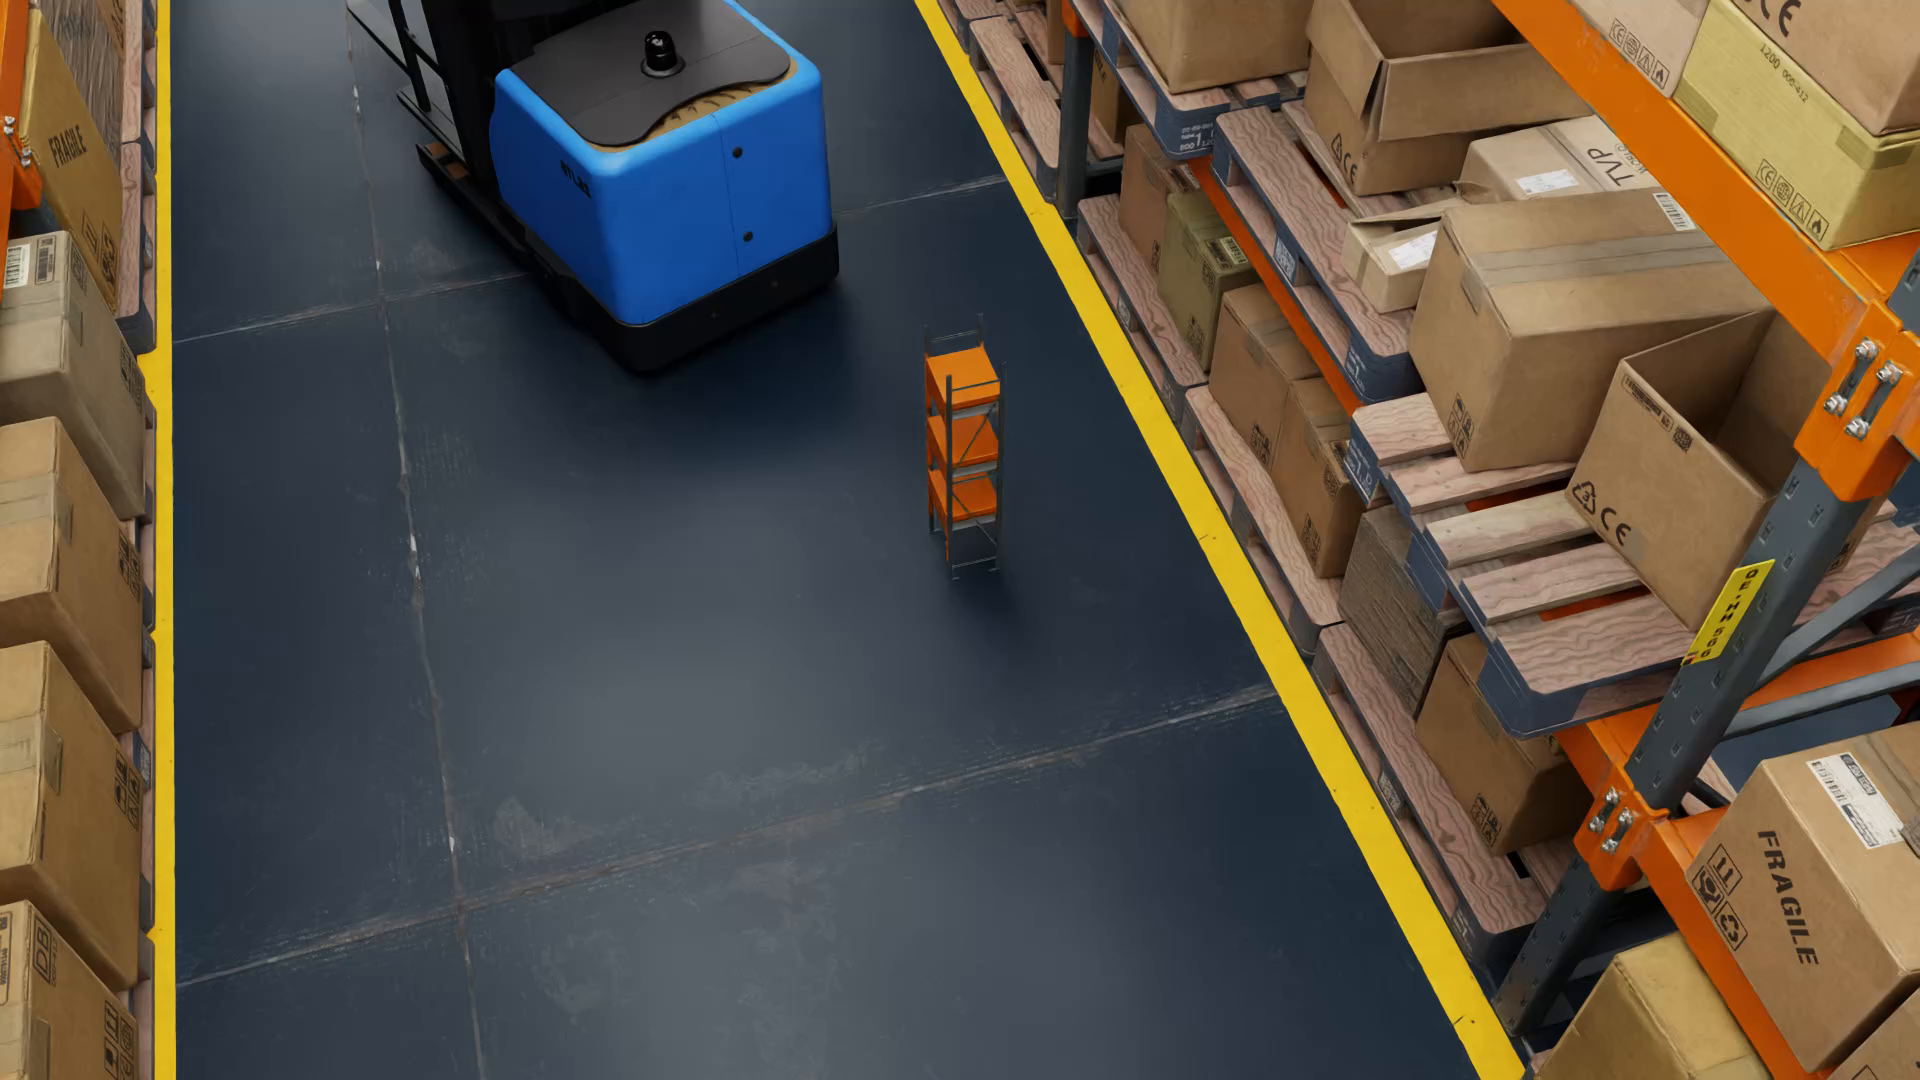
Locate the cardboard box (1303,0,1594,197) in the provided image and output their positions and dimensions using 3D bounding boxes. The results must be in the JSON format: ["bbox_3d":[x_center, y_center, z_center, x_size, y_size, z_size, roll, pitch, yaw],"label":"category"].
[{"bbox_3d":[1.527,-1.473,5.187,0.797,0.503,0.637,-9,50,-7],"label":"cardboard box"}]

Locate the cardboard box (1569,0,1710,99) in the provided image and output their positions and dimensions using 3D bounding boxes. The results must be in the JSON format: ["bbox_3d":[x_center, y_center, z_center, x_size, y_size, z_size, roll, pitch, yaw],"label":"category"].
[{"bbox_3d":[1.575,-1.197,3.434,0.500,0.250,0.500,-13,51,-11],"label":"cardboard box"}]

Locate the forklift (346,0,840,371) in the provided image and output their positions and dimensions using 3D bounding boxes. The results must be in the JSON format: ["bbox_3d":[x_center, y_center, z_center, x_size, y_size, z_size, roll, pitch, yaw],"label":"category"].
[{"bbox_3d":[-1.825,-2.706,6.615,1.130,2.935,3.031,-31,57,-24],"label":"forklift"}]

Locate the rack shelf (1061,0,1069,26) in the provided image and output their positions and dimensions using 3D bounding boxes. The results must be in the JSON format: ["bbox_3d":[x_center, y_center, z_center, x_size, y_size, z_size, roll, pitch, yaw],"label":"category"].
[{"bbox_3d":[0.335,-3.778,7.944,1.077,0.370,4.000,-13,51,-11],"label":"rack shelf"}]

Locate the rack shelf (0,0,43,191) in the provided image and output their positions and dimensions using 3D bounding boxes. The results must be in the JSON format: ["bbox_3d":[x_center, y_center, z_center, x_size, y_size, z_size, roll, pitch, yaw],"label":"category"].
[{"bbox_3d":[-4.433,-2.730,7.060,1.077,0.370,4.000,-13,51,-11],"label":"rack shelf"}]

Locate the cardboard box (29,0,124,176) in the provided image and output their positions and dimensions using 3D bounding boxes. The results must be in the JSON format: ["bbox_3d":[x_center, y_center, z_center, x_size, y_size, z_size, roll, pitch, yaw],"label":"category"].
[{"bbox_3d":[-4.231,-2.085,7.161,0.875,0.875,0.875,-13,51,-11],"label":"cardboard box"}]

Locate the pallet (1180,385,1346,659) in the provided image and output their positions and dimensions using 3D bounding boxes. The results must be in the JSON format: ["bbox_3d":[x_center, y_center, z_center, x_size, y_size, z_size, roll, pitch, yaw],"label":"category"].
[{"bbox_3d":[1.523,-0.189,6.272,1.003,0.211,1.213,-13,51,-11],"label":"pallet"}]

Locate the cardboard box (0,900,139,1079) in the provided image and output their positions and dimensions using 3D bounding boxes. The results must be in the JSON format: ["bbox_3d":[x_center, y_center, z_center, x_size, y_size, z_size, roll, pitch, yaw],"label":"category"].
[{"bbox_3d":[-2.753,1.545,4.183,1.050,0.750,0.750,-14,51,-11],"label":"cardboard box"}]

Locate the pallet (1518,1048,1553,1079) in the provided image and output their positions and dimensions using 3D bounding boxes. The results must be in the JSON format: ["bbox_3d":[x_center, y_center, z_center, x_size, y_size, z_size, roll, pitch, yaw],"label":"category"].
[{"bbox_3d":[2.271,1.864,4.541,1.003,0.211,1.213,-13,51,-11],"label":"pallet"}]

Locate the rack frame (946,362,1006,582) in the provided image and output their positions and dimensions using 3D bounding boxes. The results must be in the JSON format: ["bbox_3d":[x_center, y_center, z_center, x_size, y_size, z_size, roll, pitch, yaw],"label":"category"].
[{"bbox_3d":[0.052,-0.210,5.741,0.200,1.050,0.008,-13,51,-11],"label":"rack frame"}]

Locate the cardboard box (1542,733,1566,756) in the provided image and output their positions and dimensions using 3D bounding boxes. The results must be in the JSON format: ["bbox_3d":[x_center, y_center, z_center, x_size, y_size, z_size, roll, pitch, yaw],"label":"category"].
[{"bbox_3d":[1.883,0.312,4.882,0.500,0.250,0.500,-11,51,-9],"label":"cardboard box"}]

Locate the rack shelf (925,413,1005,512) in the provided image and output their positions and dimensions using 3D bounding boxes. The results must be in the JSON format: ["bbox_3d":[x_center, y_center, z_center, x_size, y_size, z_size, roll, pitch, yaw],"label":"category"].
[{"bbox_3d":[0.016,-0.292,5.824,0.215,0.259,0.240,-13,51,-11],"label":"rack shelf"}]

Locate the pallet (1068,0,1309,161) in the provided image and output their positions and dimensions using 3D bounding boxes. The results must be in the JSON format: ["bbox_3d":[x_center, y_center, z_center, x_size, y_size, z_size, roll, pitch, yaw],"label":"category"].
[{"bbox_3d":[1.014,-1.896,6.012,1.003,0.211,1.213,-13,51,-11],"label":"pallet"}]

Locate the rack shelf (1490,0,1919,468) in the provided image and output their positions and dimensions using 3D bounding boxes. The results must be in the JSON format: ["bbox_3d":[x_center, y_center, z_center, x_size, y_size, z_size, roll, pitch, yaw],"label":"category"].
[{"bbox_3d":[1.518,-1.823,4.334,1.077,0.370,4.000,-13,51,-11],"label":"rack shelf"}]

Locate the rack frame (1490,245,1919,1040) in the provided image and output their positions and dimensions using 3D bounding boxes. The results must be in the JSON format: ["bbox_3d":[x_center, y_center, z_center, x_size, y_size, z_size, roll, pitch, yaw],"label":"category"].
[{"bbox_3d":[2.109,0.372,3.974,1.000,3.000,0.127,-13,51,-11],"label":"rack frame"}]

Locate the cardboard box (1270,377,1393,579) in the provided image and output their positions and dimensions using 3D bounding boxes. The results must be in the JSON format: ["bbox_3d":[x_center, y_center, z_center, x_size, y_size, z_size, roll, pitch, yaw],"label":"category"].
[{"bbox_3d":[1.542,-0.263,5.857,0.700,0.500,0.500,-9,51,-8],"label":"cardboard box"}]

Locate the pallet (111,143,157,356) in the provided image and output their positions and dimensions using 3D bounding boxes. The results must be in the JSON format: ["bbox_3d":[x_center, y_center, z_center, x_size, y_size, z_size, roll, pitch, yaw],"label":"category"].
[{"bbox_3d":[-3.992,-1.176,7.103,1.003,0.211,1.213,-13,51,-11],"label":"pallet"}]

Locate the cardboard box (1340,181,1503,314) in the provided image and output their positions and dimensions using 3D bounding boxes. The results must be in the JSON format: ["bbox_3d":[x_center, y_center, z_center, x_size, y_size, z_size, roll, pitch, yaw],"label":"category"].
[{"bbox_3d":[1.358,-0.877,4.840,0.396,0.266,0.258,-15,51,-12],"label":"cardboard box"}]

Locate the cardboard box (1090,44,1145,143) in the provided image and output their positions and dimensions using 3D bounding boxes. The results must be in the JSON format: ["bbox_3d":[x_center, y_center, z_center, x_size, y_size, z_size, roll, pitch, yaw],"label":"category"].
[{"bbox_3d":[0.846,-2.180,7.486,0.500,0.500,0.500,-15,51,-12],"label":"cardboard box"}]

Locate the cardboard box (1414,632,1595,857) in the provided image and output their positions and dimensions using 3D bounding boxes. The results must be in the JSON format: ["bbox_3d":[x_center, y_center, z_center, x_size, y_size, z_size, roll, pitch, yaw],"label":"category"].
[{"bbox_3d":[1.892,0.551,5.170,0.700,0.500,0.500,-16,52,-13],"label":"cardboard box"}]

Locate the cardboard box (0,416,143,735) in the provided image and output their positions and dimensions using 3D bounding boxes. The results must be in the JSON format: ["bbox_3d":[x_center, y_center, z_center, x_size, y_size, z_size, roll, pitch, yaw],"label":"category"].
[{"bbox_3d":[-3.290,0.227,5.294,1.050,0.750,0.750,-13,51,-11],"label":"cardboard box"}]

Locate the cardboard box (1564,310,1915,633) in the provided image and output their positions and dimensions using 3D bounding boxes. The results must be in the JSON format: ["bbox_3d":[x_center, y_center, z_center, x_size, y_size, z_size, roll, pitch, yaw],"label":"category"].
[{"bbox_3d":[1.912,-0.181,4.100,0.500,0.500,0.500,-19,52,-15],"label":"cardboard box"}]

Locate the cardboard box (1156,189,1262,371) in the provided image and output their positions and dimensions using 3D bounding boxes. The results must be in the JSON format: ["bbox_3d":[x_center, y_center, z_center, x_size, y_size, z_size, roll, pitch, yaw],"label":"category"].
[{"bbox_3d":[1.211,-1.079,6.545,0.700,0.500,0.500,-14,51,-11],"label":"cardboard box"}]

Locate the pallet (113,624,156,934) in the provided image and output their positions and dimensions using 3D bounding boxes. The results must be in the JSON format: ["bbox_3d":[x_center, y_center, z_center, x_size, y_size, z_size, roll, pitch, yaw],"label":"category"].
[{"bbox_3d":[-3.177,0.836,5.407,1.003,0.211,1.213,-13,51,-11],"label":"pallet"}]

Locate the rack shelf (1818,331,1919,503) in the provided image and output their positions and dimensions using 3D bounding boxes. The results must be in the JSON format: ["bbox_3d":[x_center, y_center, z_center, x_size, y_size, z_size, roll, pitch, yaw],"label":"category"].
[{"bbox_3d":[2.701,1.098,1.871,1.077,0.370,4.000,-13,51,-11],"label":"rack shelf"}]

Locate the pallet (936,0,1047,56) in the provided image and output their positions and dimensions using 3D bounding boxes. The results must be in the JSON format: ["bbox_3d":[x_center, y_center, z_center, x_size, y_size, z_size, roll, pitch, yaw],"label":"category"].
[{"bbox_3d":[0.330,-3.025,8.663,1.003,0.211,1.213,-13,51,-11],"label":"pallet"}]

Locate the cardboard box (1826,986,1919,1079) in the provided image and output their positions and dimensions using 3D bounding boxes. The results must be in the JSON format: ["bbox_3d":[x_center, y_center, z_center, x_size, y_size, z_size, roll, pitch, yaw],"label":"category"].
[{"bbox_3d":[2.148,1.133,3.268,0.500,0.500,0.500,-15,51,-12],"label":"cardboard box"}]

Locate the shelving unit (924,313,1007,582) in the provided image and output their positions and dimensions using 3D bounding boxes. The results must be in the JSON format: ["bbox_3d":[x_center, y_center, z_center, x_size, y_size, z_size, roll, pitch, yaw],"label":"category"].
[{"bbox_3d":[0.016,-0.299,5.816,0.215,1.050,0.252,-13,51,-11],"label":"shelving unit"}]

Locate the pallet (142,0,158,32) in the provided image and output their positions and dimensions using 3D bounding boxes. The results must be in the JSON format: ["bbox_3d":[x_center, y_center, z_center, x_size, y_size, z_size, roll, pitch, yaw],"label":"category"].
[{"bbox_3d":[-4.713,-2.958,8.606,1.003,0.211,1.213,-13,51,-11],"label":"pallet"}]

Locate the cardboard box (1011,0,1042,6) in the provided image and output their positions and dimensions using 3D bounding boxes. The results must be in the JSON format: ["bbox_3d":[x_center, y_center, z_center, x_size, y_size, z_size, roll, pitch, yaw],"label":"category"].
[{"bbox_3d":[0.411,-3.032,8.205,0.500,0.500,0.500,-17,52,-14],"label":"cardboard box"}]

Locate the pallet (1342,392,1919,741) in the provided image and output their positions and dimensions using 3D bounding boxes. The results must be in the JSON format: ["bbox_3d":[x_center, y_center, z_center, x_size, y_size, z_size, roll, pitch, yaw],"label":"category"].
[{"bbox_3d":[1.797,-0.062,4.466,1.213,0.211,1.003,-13,51,-11],"label":"pallet"}]

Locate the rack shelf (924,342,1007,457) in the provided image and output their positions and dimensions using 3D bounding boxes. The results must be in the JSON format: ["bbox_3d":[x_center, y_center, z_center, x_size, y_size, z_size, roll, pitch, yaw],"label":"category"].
[{"bbox_3d":[0.016,-0.475,5.607,0.215,0.259,0.240,-13,51,-11],"label":"rack shelf"}]

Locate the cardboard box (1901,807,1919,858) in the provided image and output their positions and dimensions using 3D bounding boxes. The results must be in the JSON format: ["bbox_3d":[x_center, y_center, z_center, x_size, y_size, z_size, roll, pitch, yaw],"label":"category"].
[{"bbox_3d":[2.310,0.554,3.099,0.797,0.503,0.637,-12,51,-10],"label":"cardboard box"}]
